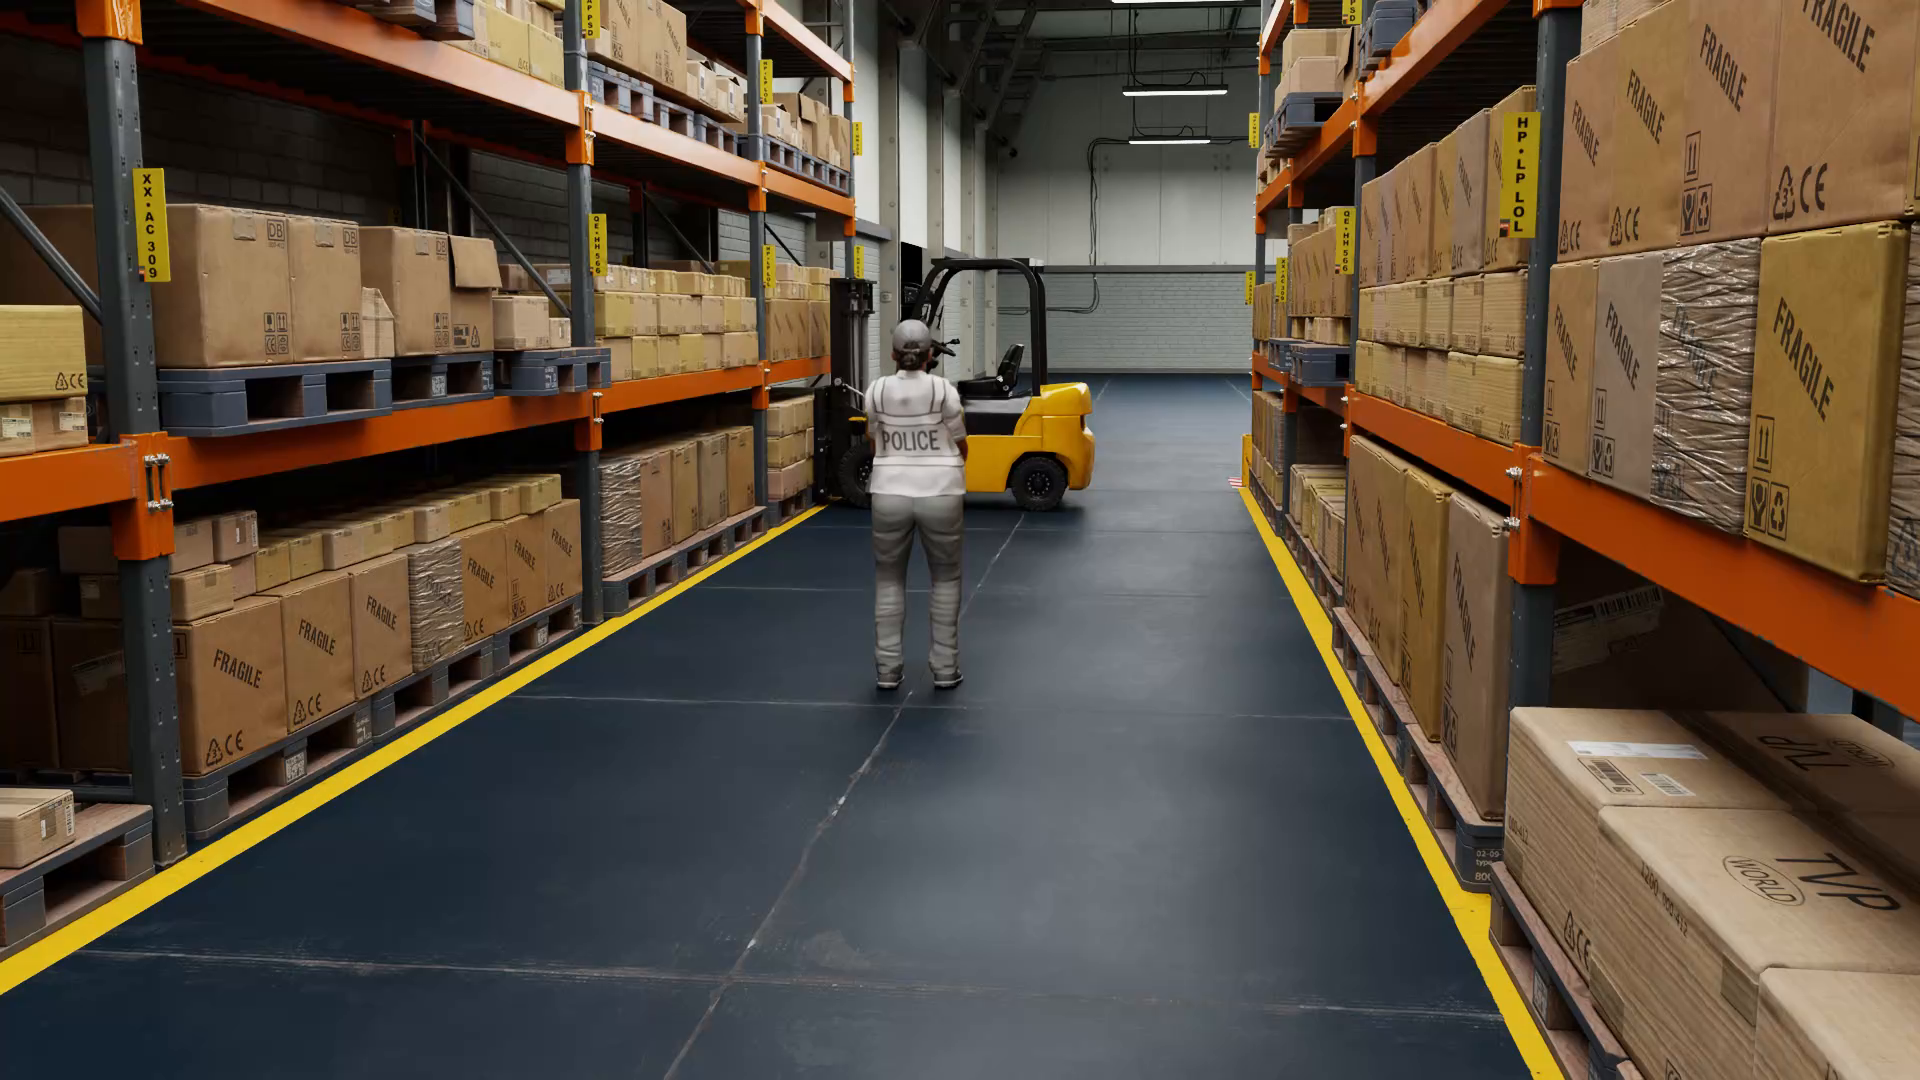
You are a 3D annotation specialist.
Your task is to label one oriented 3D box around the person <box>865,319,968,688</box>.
[{"bbox_3d":[-0.186,-0.163,7.538,0.454,1.659,0.520,1,8,7],"label":"person"}]
